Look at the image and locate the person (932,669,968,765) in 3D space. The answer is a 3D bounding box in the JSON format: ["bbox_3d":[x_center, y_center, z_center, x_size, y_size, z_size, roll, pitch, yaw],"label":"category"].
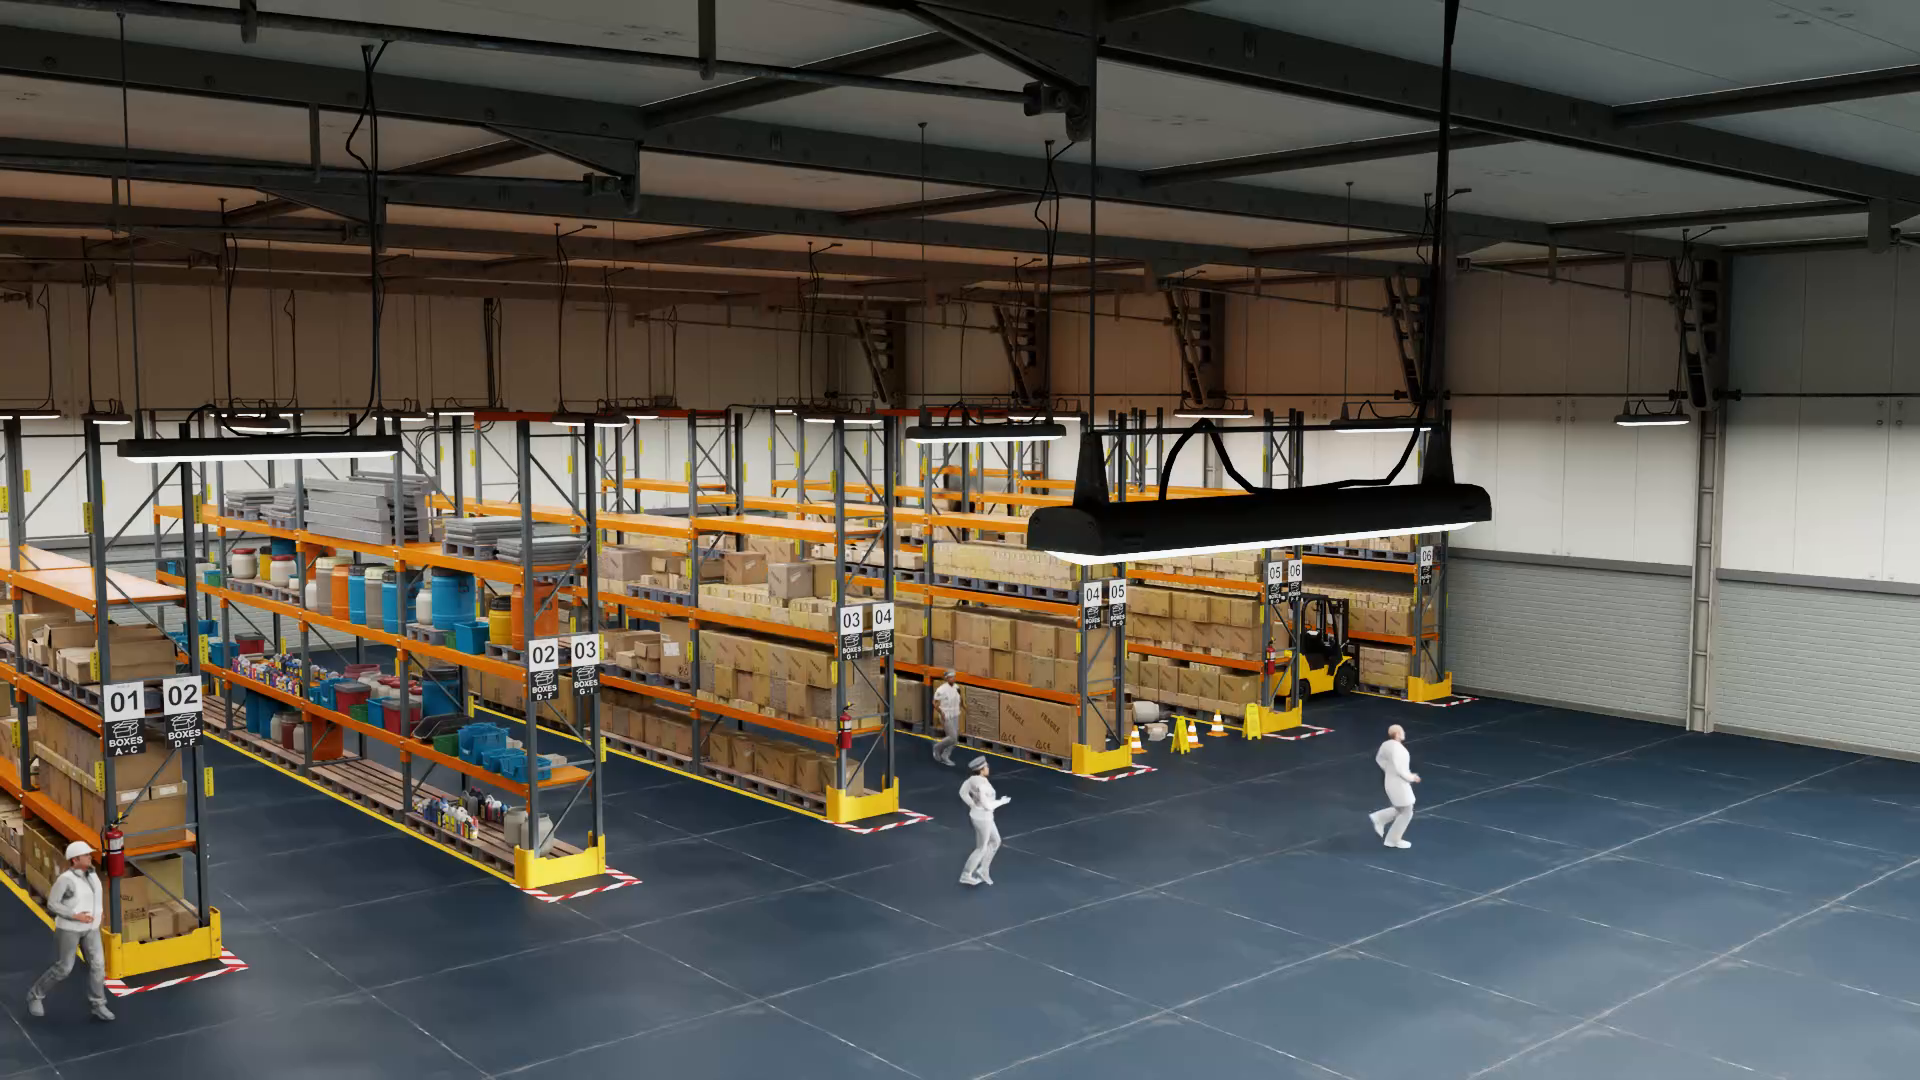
[{"bbox_3d":[-0.148,3.015,28.387,0.571,1.670,0.566,5,7,42],"label":"person"}]

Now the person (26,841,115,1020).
[{"bbox_3d":[-8.958,3.959,16.959,0.949,1.753,0.725,1,5,16],"label":"person"}]

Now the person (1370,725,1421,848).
[{"bbox_3d":[6.085,3.436,23.223,0.637,1.735,0.711,0,5,-5],"label":"person"}]

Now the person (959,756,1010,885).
[{"bbox_3d":[0.308,3.618,21.370,0.659,1.728,0.592,-1,5,-11],"label":"person"}]
